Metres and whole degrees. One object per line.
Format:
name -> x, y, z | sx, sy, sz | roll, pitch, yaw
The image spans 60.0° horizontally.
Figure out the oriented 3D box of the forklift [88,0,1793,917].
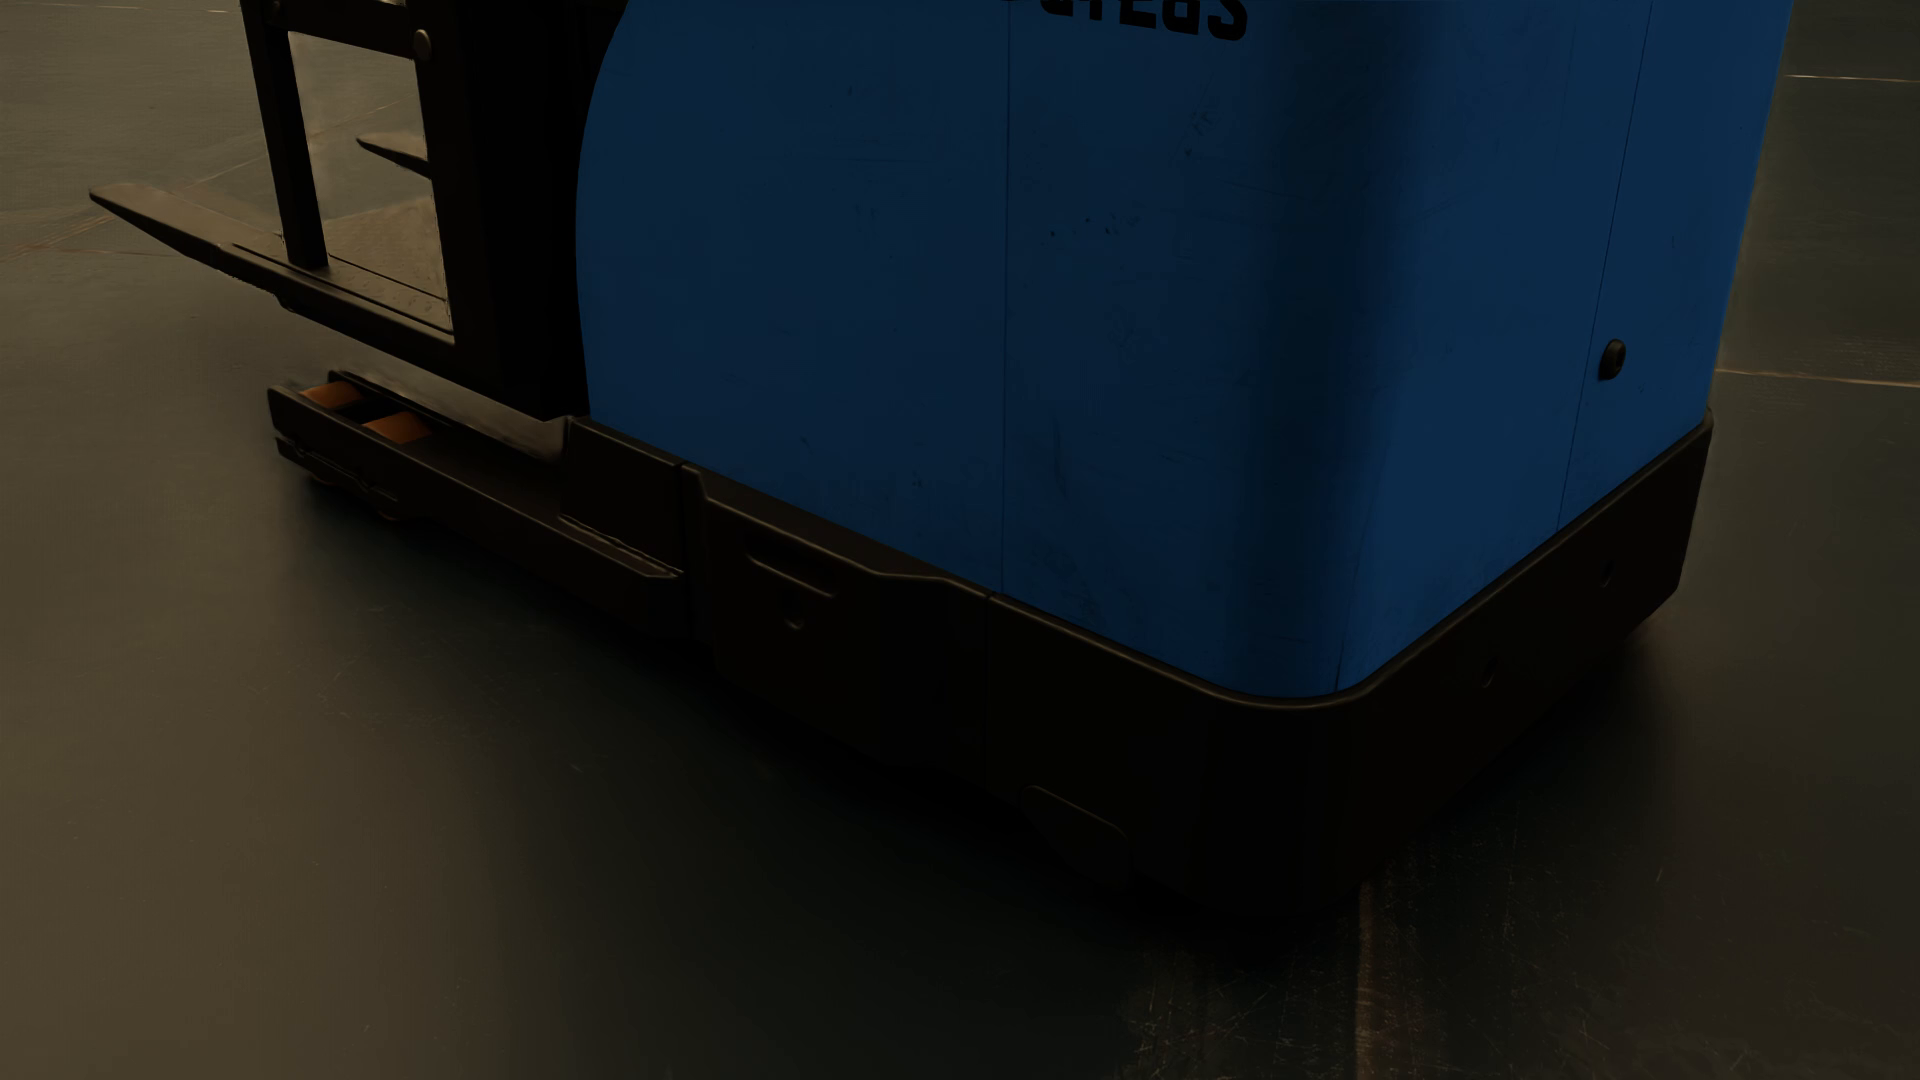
forklift -> -0.462, -1.491, 2.201 | 3.031, 2.935, 1.130 | 22, 34, 37
